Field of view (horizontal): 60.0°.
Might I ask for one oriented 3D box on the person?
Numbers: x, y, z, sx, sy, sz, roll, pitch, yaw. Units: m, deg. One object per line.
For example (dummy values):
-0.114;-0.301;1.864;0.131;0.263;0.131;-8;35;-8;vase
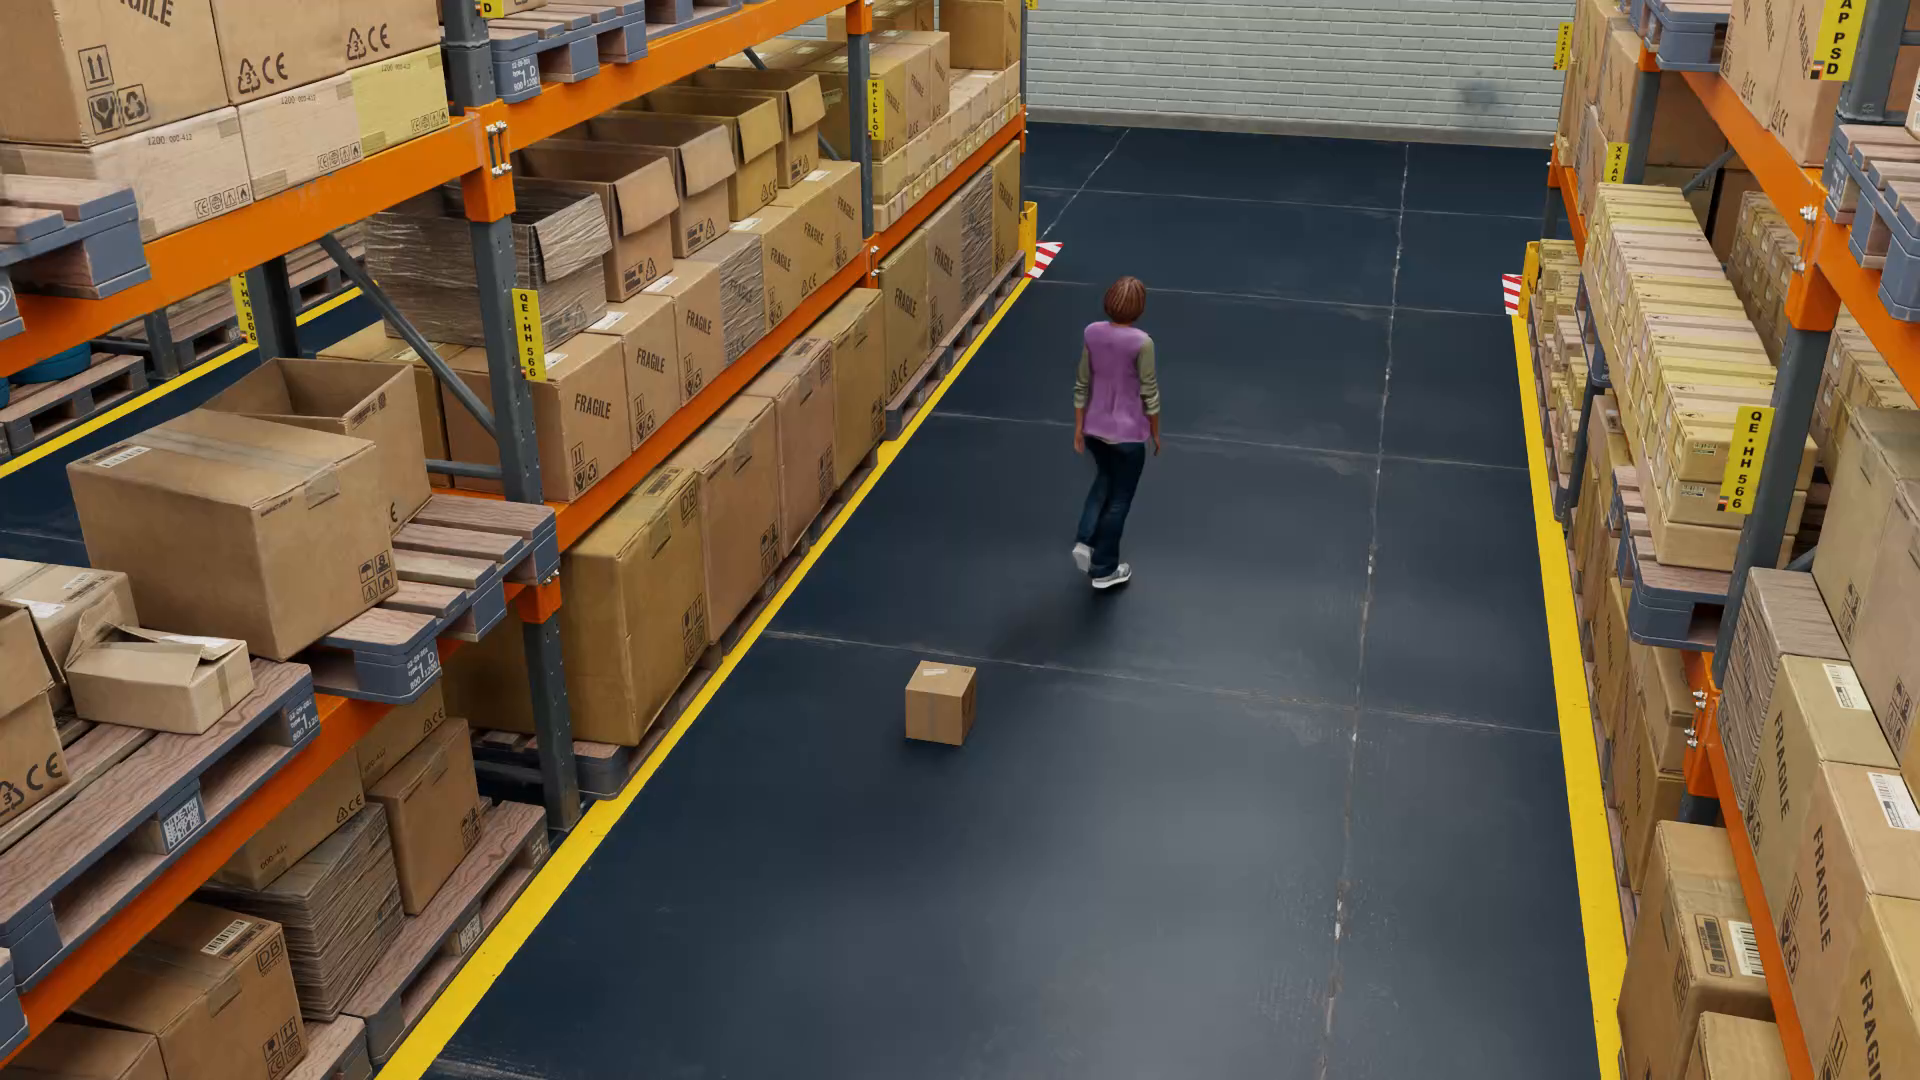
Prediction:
0.773;-0.522;8.152;0.422;1.598;0.399;19;32;35;person
